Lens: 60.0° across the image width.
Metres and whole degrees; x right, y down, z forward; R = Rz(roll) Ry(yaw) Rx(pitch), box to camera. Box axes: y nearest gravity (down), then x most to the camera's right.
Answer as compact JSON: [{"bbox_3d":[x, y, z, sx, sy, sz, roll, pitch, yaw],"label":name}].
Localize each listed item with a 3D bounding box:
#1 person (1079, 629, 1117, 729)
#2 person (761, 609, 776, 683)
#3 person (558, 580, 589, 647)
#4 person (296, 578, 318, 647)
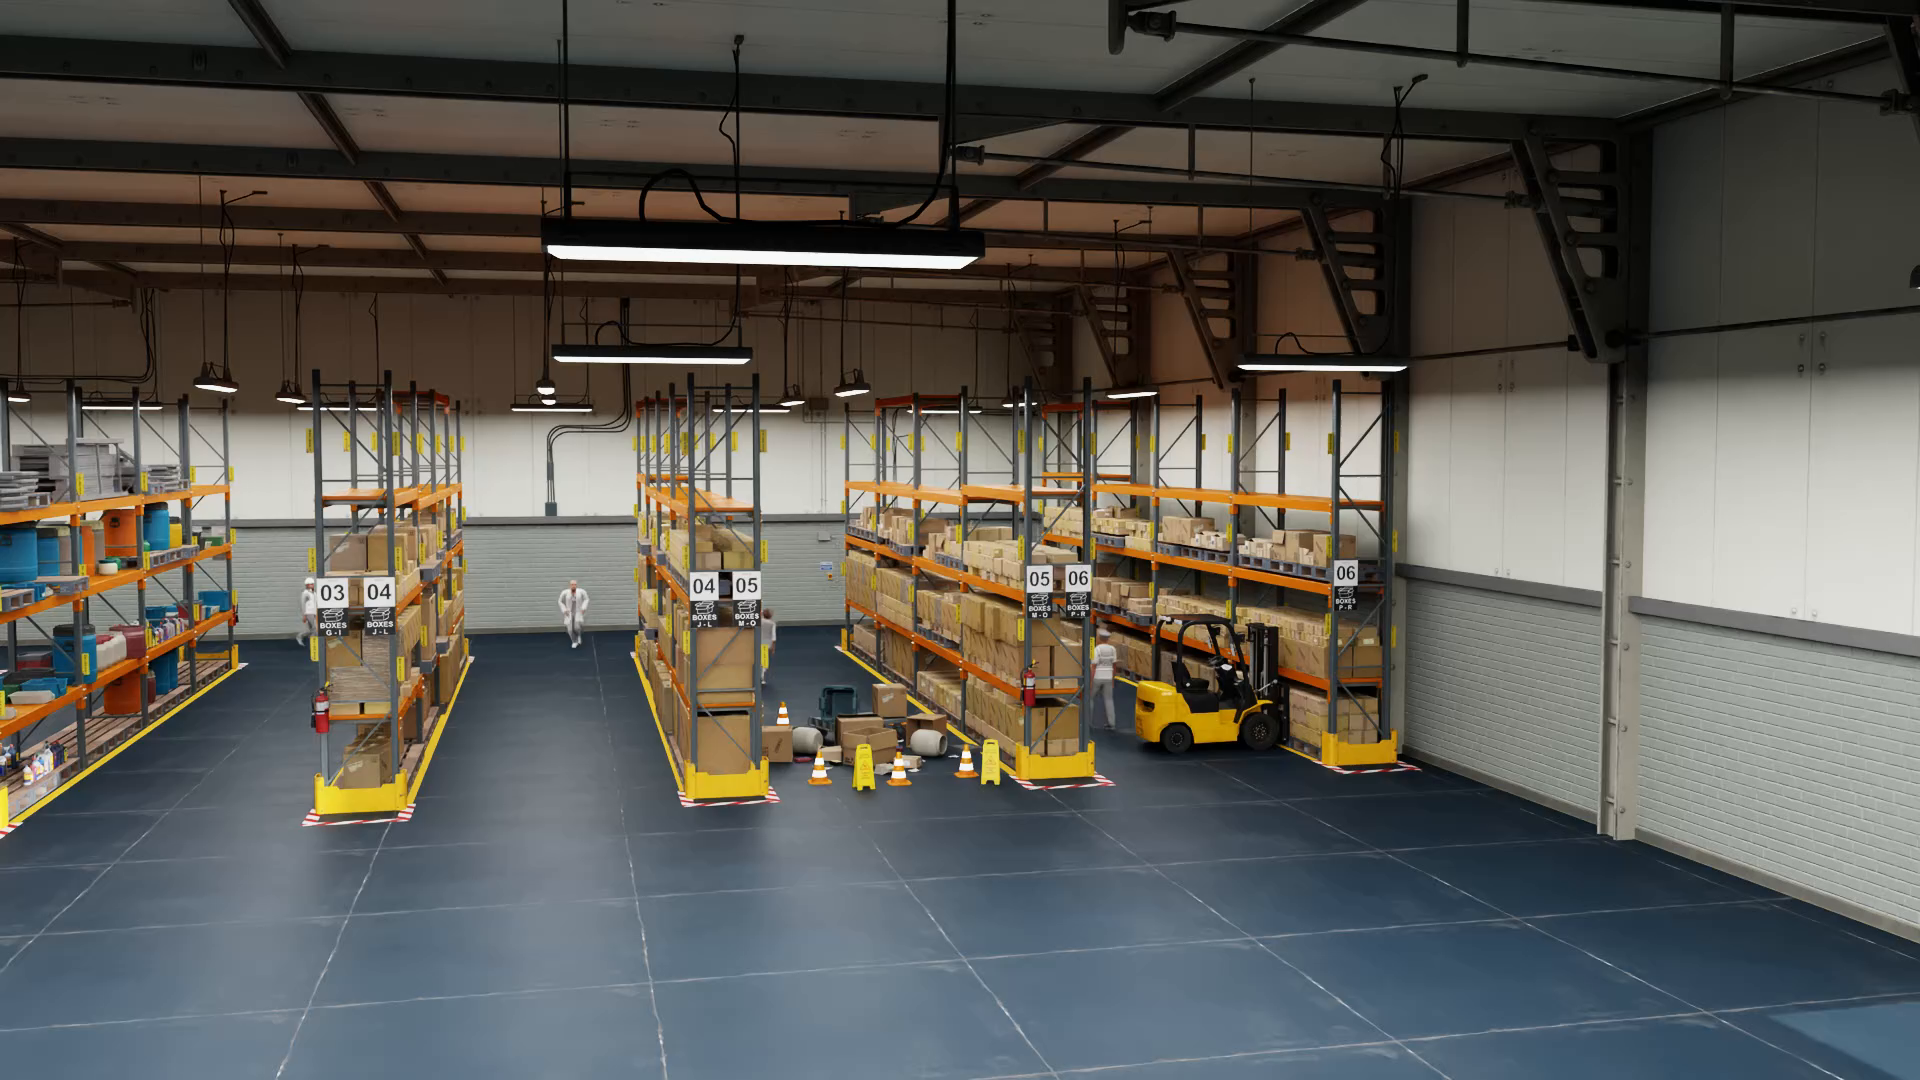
[{"bbox_3d":[2.456,2.442,29.224,0.641,1.755,0.796,-1,3,-17],"label":"person"},{"bbox_3d":[-4.052,2.222,34.574,0.466,1.581,0.568,-1,3,-9],"label":"person"},{"bbox_3d":[-9.492,1.811,40.877,0.715,1.684,0.658,0,3,-5],"label":"person"},{"bbox_3d":[-15.793,1.789,40.345,0.822,1.751,0.530,0,3,6],"label":"person"}]
